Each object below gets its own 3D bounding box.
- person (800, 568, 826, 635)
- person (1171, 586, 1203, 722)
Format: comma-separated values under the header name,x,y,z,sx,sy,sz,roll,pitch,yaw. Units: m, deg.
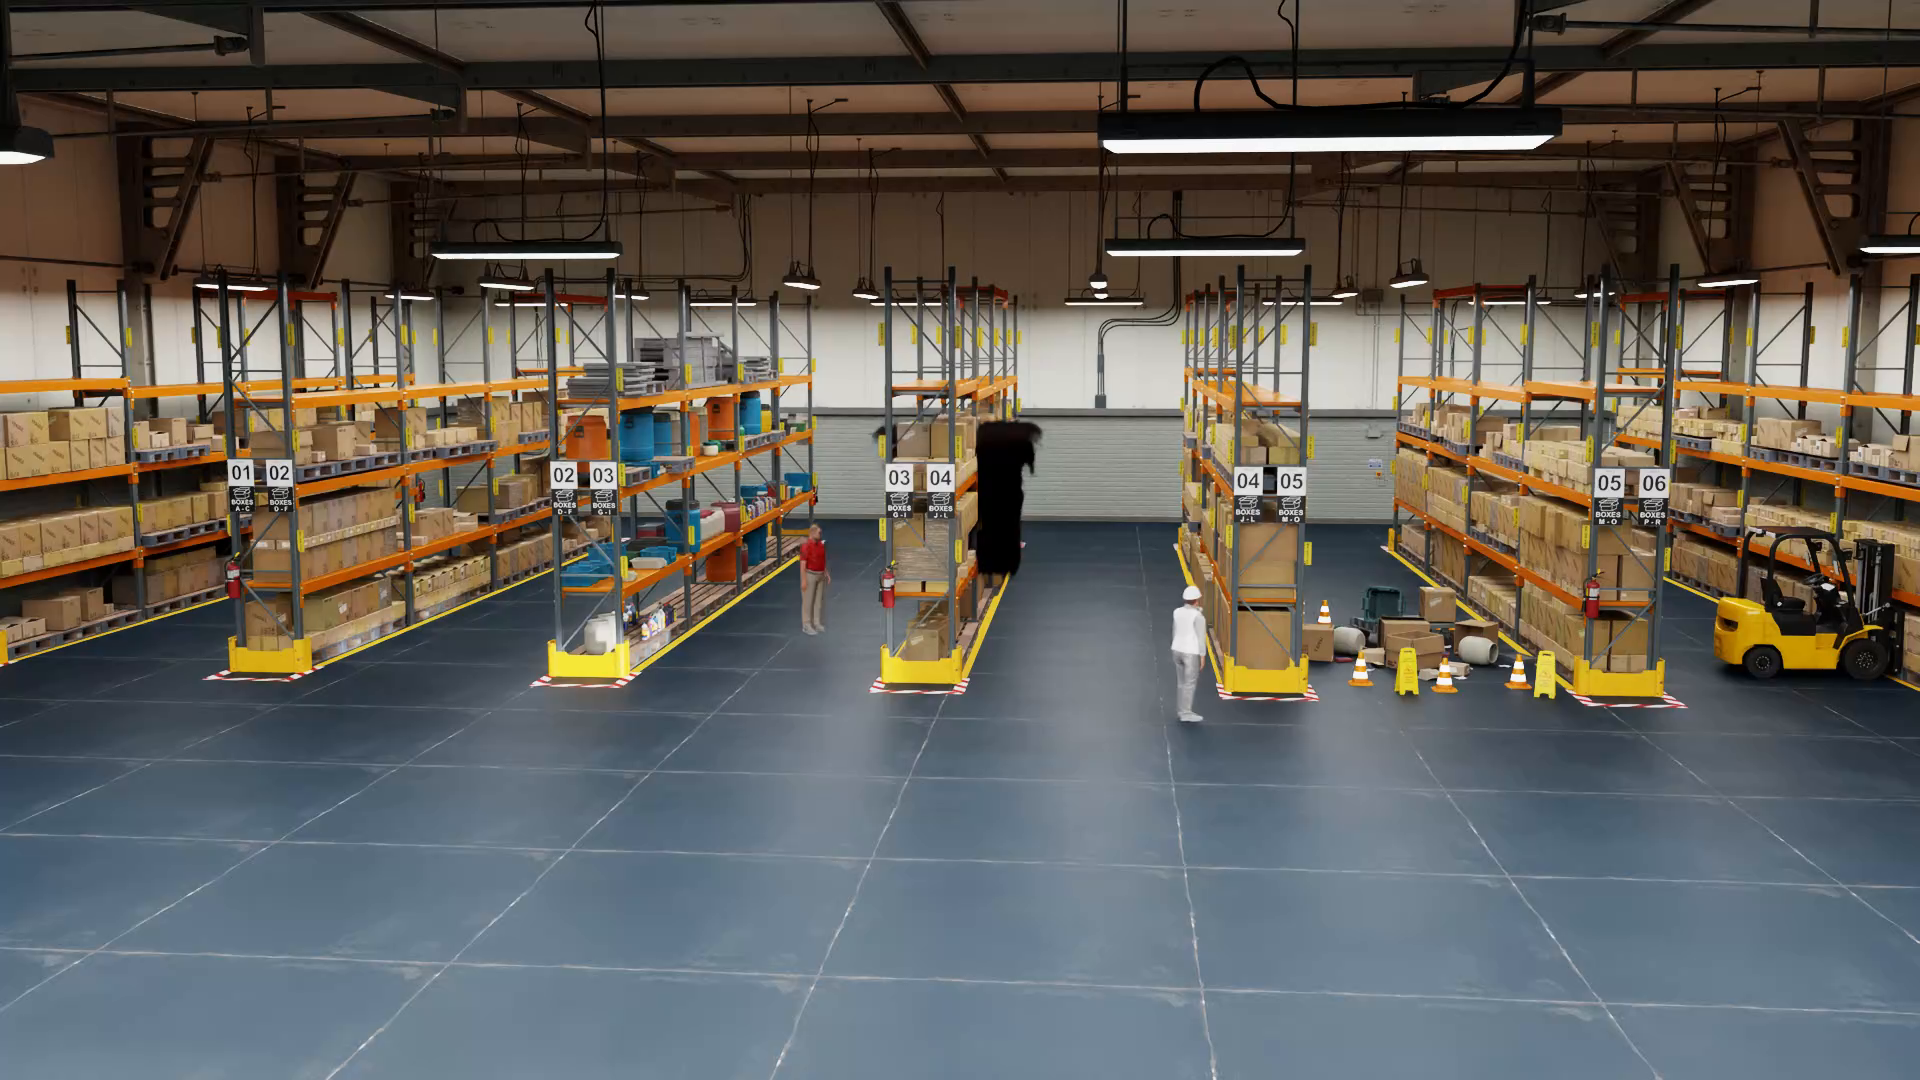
name,x,y,z,sx,sy,sz,roll,pitch,yaw
person,-2.340,0.940,26.640,0.381,1.090,0.413,4,8,30
person,3.006,1.480,21.753,0.418,1.785,0.450,-5,8,-35
